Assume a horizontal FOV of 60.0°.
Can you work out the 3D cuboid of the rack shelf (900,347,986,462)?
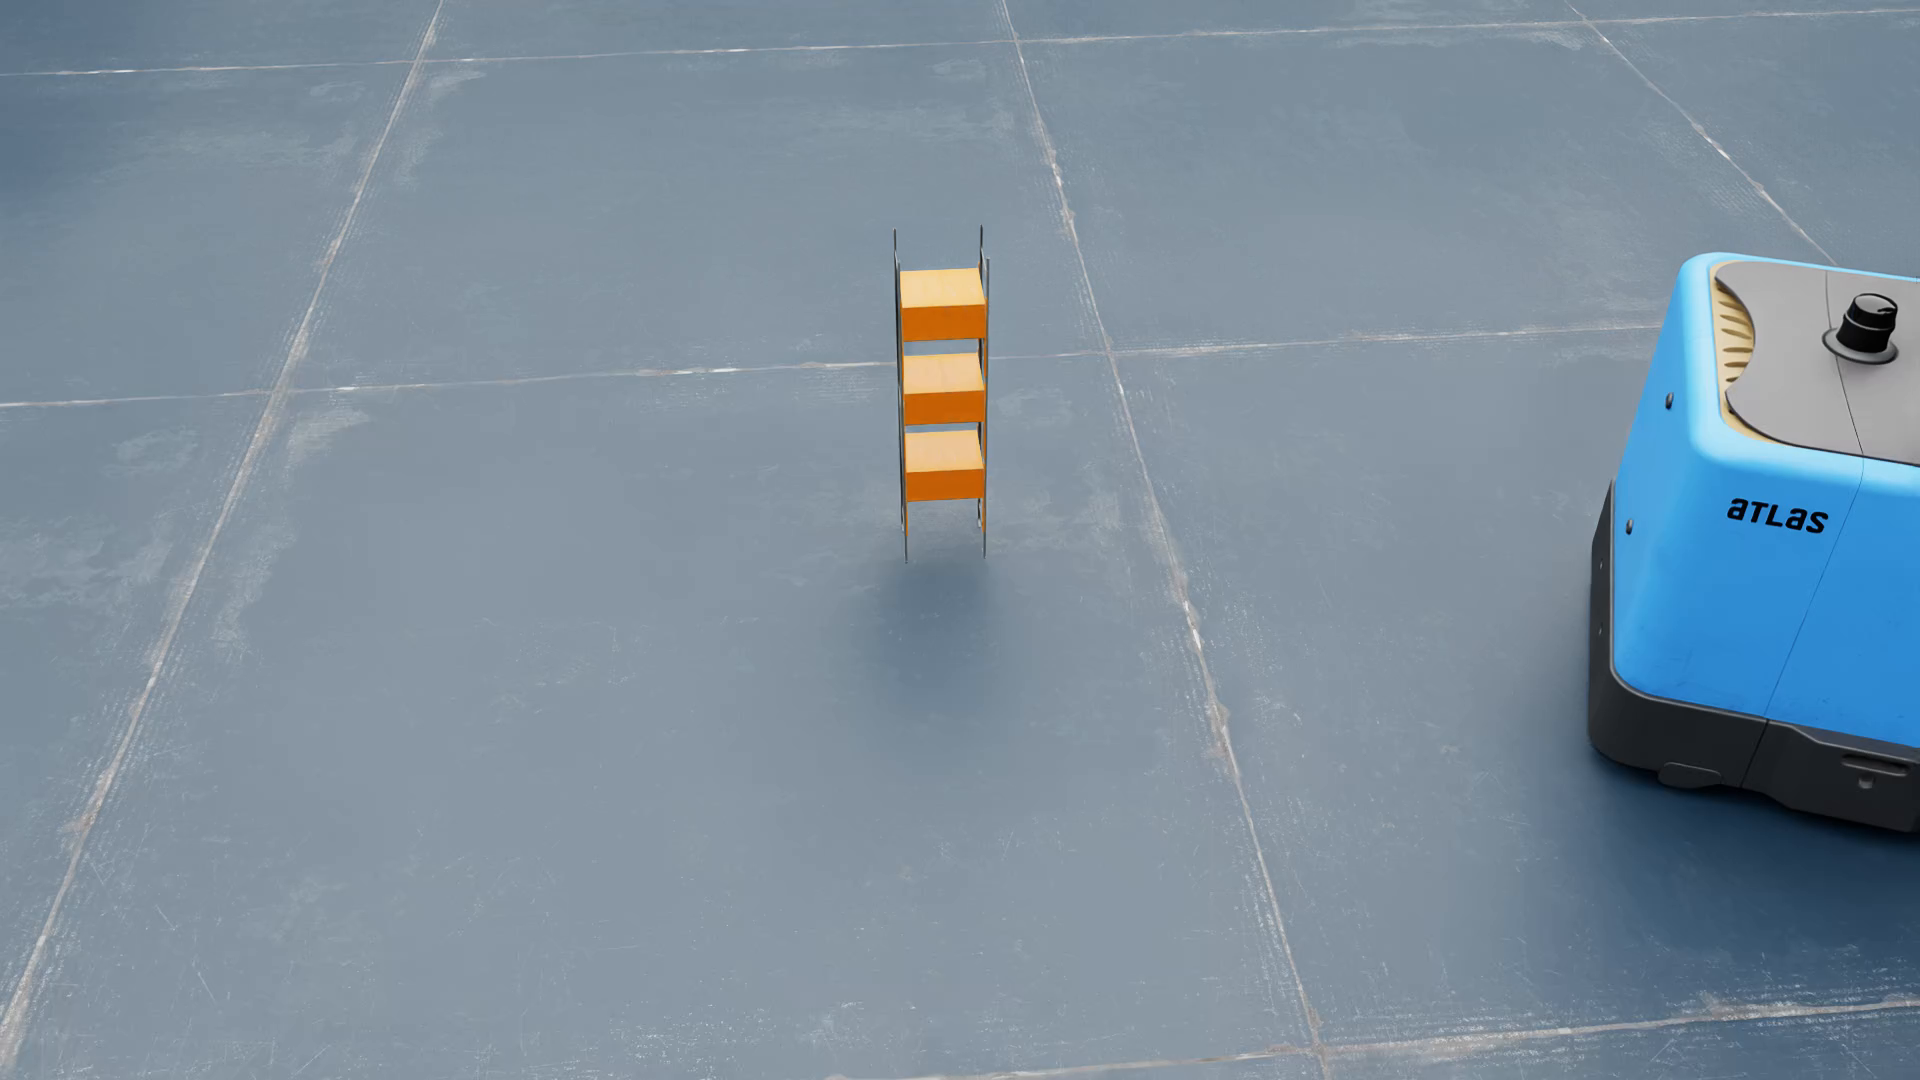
[{"bbox_3d":[-0.053,-0.401,4.928,0.240,0.259,0.215,-3,38,-4],"label":"rack shelf"}]

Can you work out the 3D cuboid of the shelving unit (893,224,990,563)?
[{"bbox_3d":[-0.053,-0.409,4.921,0.252,1.050,0.215,-3,38,-4],"label":"shelving unit"}]

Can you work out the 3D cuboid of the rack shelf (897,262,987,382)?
[{"bbox_3d":[-0.053,-0.624,4.752,0.240,0.259,0.215,-3,38,-4],"label":"rack shelf"}]

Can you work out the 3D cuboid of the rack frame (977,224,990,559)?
[{"bbox_3d":[0.068,-0.416,4.930,0.008,1.050,0.200,-3,38,-4],"label":"rack frame"}]

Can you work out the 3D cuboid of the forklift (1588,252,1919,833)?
[{"bbox_3d":[3.265,-0.551,3.582,3.031,2.935,1.130,11,40,13],"label":"forklift"}]

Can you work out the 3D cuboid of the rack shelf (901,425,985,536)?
[{"bbox_3d":[-0.053,-0.183,5.100,0.240,0.259,0.215,-3,38,-4],"label":"rack shelf"}]

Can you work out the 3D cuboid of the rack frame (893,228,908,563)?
[{"bbox_3d":[-0.175,-0.403,4.913,0.008,1.050,0.200,-3,38,-4],"label":"rack frame"}]
